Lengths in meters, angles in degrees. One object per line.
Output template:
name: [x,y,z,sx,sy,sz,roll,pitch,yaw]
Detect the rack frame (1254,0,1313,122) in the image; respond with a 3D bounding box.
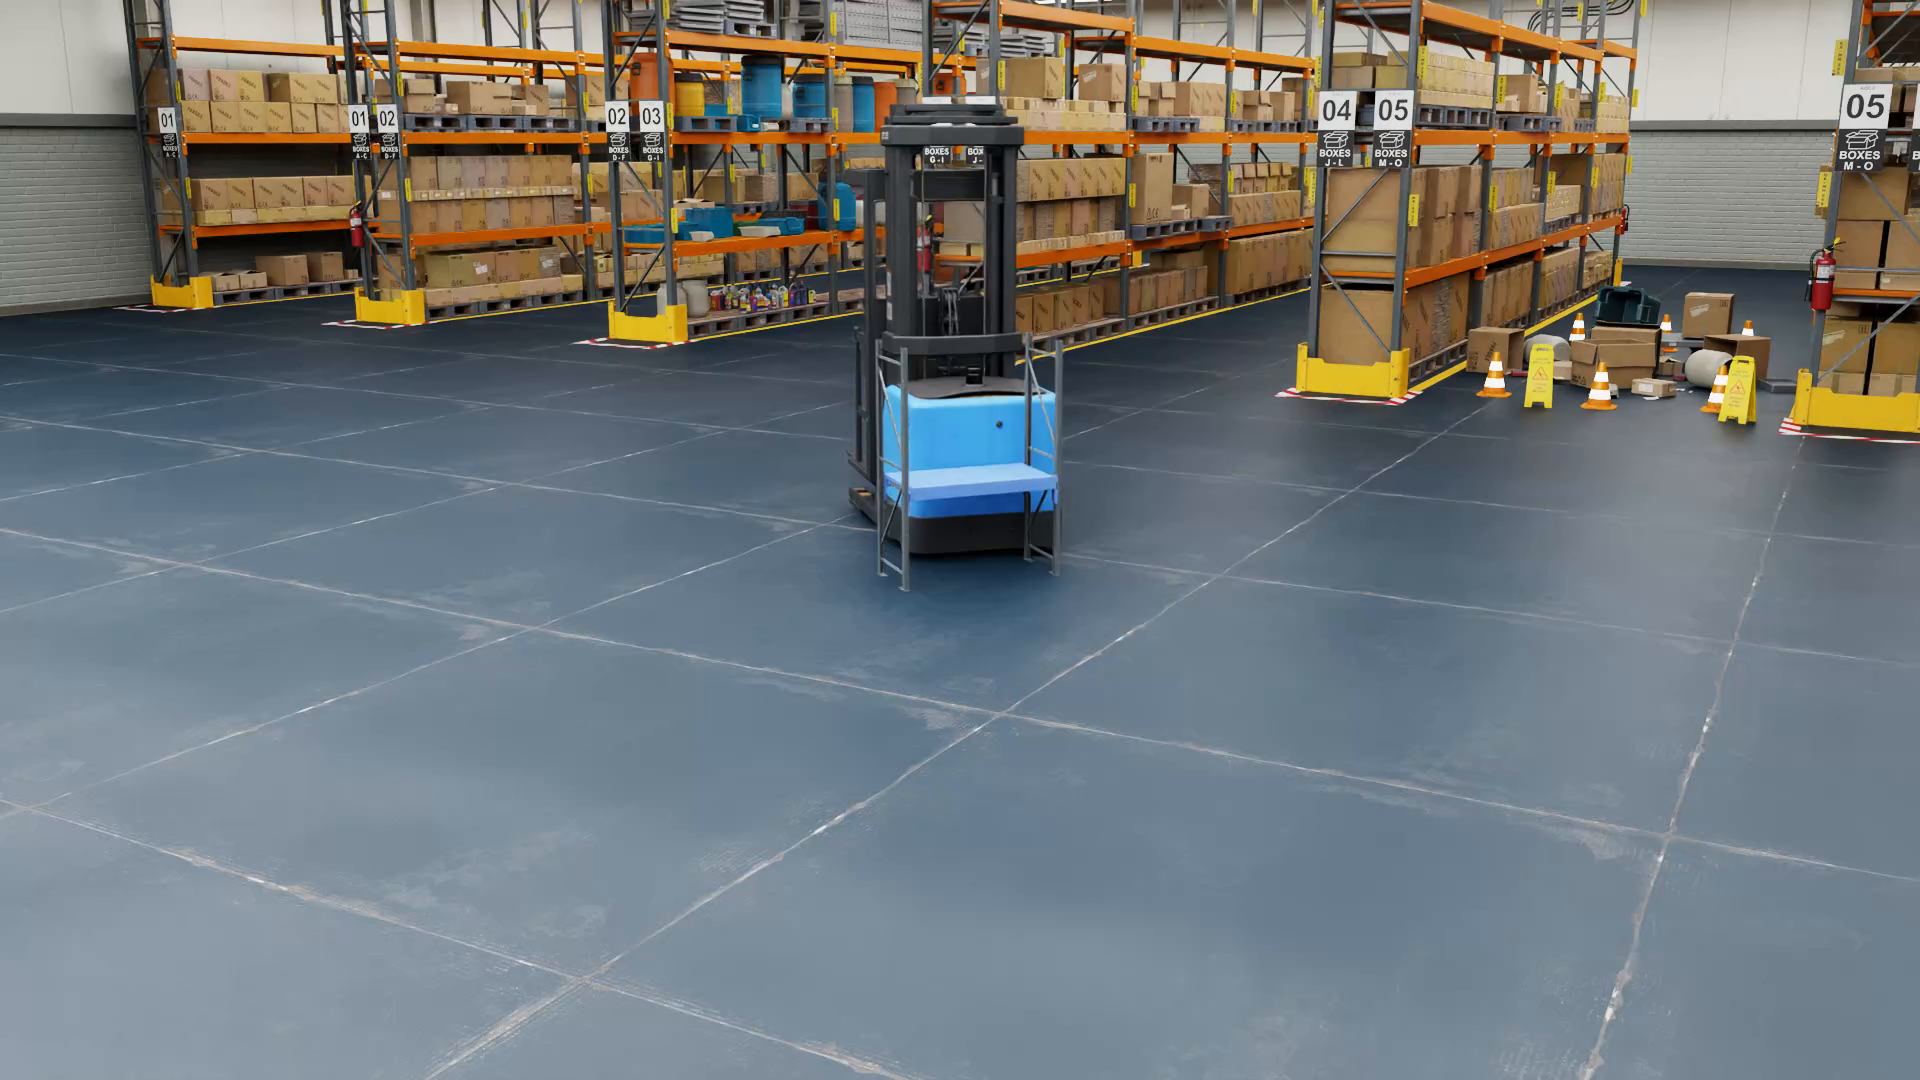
rack frame: [5.812,-9.047,29.860,1.000,3.000,0.127,7,15,28]

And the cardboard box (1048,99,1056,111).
cardboard box: [1.005,-5.541,21.187,0.380,0.149,0.250,7,15,26]

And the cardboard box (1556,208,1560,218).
cardboard box: [9.204,-5.150,26.137,0.380,0.149,0.250,8,16,29]

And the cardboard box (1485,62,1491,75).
cardboard box: [6.217,-5.720,20.185,0.380,0.149,0.250,7,15,28]

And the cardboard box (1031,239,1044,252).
cardboard box: [0.859,-3.781,21.352,0.380,0.149,0.250,7,15,28]

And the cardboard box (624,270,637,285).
cardboard box: [-6.065,-4.639,29.348,0.500,0.250,0.500,8,16,29]

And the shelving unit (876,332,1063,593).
shelving unit: [0.055,-0.506,10.431,1.048,1.500,0.538,-5,15,-21]

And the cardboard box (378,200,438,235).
cardboard box: [-8.422,-4.935,25.389,0.700,0.500,0.500,7,15,28]

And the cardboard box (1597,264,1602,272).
cardboard box: [11.404,-4.926,30.117,0.380,0.149,0.250,8,16,31]

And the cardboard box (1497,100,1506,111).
cardboard box: [6.956,-5.680,21.721,0.250,0.149,0.380,7,15,28]

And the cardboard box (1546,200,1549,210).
cardboard box: [8.710,-5.086,25.236,0.380,0.149,0.250,8,16,31]

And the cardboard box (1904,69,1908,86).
cardboard box: [9.144,-4.373,15.706,0.380,0.149,0.250,7,15,28]

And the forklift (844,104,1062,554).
forklift: [-0.205,-1.632,12.048,1.130,2.935,3.031,-4,14,-15]

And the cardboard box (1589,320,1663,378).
cardboard box: [7.764,-2.238,19.454,0.797,0.637,0.503,7,15,28]

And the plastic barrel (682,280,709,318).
plastic barrel: [-3.831,-3.471,23.943,0.421,0.512,0.421,0,14,0]

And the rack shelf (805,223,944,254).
rack shelf: [-1.424,-5.111,27.869,1.077,0.370,4.000,7,15,28]

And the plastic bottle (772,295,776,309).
plastic bottle: [-2.814,-3.573,24.987,0.097,0.201,0.097,0,14,0]

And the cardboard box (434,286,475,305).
cardboard box: [-7.967,-3.847,26.062,0.500,0.250,0.500,7,15,28]

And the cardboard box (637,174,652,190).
cardboard box: [-7.199,-7.894,36.986,0.500,0.500,0.500,7,15,27]

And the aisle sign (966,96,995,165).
aisle sign: [0.244,-4.886,19.852,0.394,0.787,0.004,7,15,28]

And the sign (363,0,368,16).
sign: [-10.598,-9.517,29.646,0.100,0.325,0.005,7,15,28]

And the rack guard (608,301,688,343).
rack guard: [-4.329,-3.036,23.058,1.175,0.500,0.348,7,15,28]

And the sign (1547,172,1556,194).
sign: [8.659,-5.228,24.348,0.100,0.325,0.005,7,15,28]

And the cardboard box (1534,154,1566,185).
cardboard box: [10.095,-6.354,28.509,0.500,0.500,0.500,7,15,26]

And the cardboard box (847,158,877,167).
cardboard box: [-2.135,-7.959,35.801,0.500,0.500,0.500,7,15,26]

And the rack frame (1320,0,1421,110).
rack frame: [4.304,-6.002,17.231,1.000,3.000,0.127,7,15,28]

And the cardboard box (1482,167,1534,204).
cardboard box: [7.946,-5.171,24.235,0.700,0.500,0.500,7,15,28]

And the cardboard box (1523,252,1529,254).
cardboard box: [8.766,-4.458,26.463,0.500,0.250,0.500,8,16,29]

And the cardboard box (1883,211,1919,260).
cardboard box: [10.133,-3.227,17.671,0.500,0.500,0.500,8,16,30]

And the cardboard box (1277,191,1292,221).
cardboard box: [5.580,-5.952,29.607,0.500,0.500,0.500,8,16,30]

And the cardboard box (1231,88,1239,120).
cardboard box: [4.110,-7.156,27.299,0.797,0.503,0.637,8,16,31]

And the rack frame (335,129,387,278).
rack frame: [-11.064,-6.173,30.738,1.000,3.000,0.127,7,15,28]

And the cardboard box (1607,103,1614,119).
cardboard box: [11.048,-7.451,28.893,0.500,0.250,0.500,8,16,29]

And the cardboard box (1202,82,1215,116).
cardboard box: [3.628,-6.827,25.772,0.500,0.500,0.500,7,15,28]

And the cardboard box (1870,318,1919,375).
cardboard box: [9.329,-1.917,16.456,0.500,0.500,0.500,7,15,26]

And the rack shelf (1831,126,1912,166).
rack shelf: [9.653,-4.065,17.128,1.077,0.370,4.000,7,15,28]

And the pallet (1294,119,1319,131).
pallet: [6.217,-7.712,30.913,1.003,0.211,1.213,7,15,28]

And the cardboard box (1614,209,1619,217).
cardboard box: [12.128,-6.148,31.169,0.380,0.149,0.250,7,15,28]

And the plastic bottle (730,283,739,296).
plastic bottle: [-3.441,-3.732,25.327,0.144,0.351,0.185,7,15,28]

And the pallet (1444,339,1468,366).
pallet: [5.802,-2.404,21.054,1.003,0.211,1.213,7,15,28]

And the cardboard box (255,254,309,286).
cardboard box: [-11.910,-4.745,29.208,0.700,0.500,0.500,6,15,25]

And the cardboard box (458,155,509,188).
cardboard box: [-7.662,-5.891,26.588,0.700,0.500,0.500,7,15,28]

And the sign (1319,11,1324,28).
sign: [7.263,-10.463,33.402,0.100,0.325,0.005,7,15,28]

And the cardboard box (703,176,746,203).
cardboard box: [-4.586,-6.828,32.345,0.700,0.500,0.500,2,14,9]

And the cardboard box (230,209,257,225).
cardboard box: [-12.245,-5.461,28.064,0.500,0.250,0.500,7,15,26]

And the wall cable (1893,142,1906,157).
wall cable: [19.126,-7.497,33.996,0.585,1.953,0.123,7,15,28]

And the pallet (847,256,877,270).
pallet: [-2.525,-6.039,36.132,1.003,0.211,1.213,7,15,28]

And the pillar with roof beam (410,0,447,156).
pillar with roof beam: [-6.747,-9.254,30.716,9.100,9.000,0.400,7,15,28]

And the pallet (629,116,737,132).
pallet: [-3.839,-5.755,23.007,1.003,0.211,1.213,7,15,28]

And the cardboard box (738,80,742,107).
cardboard box: [-4.329,-8.619,32.139,0.500,0.500,0.500,7,15,28]

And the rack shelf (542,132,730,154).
rack shelf: [-5.759,-7.131,29.848,1.077,0.370,4.000,7,15,28]

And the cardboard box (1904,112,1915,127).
cardboard box: [9.179,-3.977,15.766,0.380,0.149,0.250,7,15,26]

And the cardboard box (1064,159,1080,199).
cardboard box: [1.240,-4.738,21.804,0.500,0.500,0.500,7,15,28]

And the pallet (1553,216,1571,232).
pallet: [9.092,-5.045,26.468,1.003,0.211,1.213,7,15,28]

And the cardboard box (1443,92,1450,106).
cardboard box: [5.238,-4.916,18.551,0.380,0.149,0.250,7,15,28]
